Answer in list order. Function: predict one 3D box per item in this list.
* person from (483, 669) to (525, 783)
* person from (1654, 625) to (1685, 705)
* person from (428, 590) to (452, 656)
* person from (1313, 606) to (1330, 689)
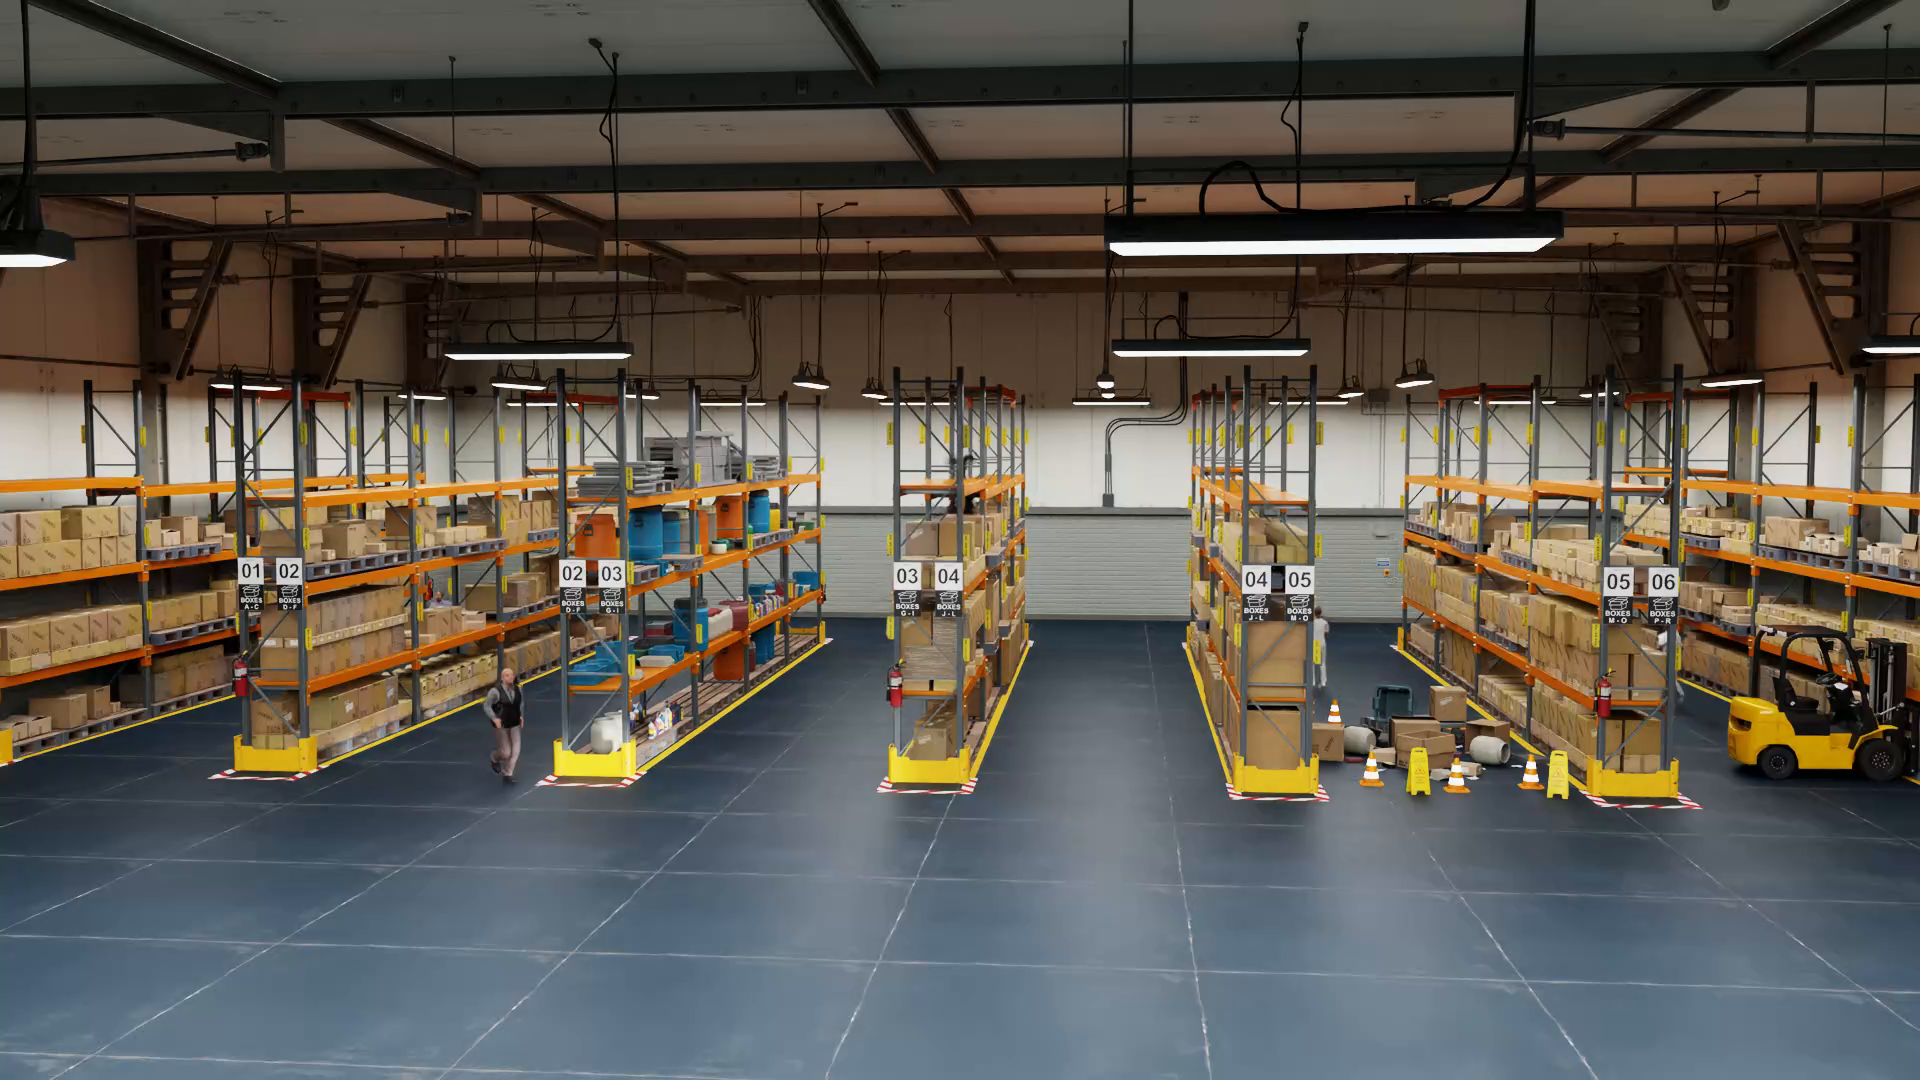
[{"bbox_3d":[-6.613,2.684,24.133,0.647,1.658,0.596,-3,5,-43],"label":"person"},{"bbox_3d":[13.062,2.250,30.691,0.575,1.666,0.866,0,4,-5],"label":"person"},{"bbox_3d":[-11.292,1.940,36.189,0.552,1.694,0.842,1,4,12],"label":"person"},{"bbox_3d":[7.056,2.143,32.842,0.562,1.640,0.954,0,4,2],"label":"person"}]
